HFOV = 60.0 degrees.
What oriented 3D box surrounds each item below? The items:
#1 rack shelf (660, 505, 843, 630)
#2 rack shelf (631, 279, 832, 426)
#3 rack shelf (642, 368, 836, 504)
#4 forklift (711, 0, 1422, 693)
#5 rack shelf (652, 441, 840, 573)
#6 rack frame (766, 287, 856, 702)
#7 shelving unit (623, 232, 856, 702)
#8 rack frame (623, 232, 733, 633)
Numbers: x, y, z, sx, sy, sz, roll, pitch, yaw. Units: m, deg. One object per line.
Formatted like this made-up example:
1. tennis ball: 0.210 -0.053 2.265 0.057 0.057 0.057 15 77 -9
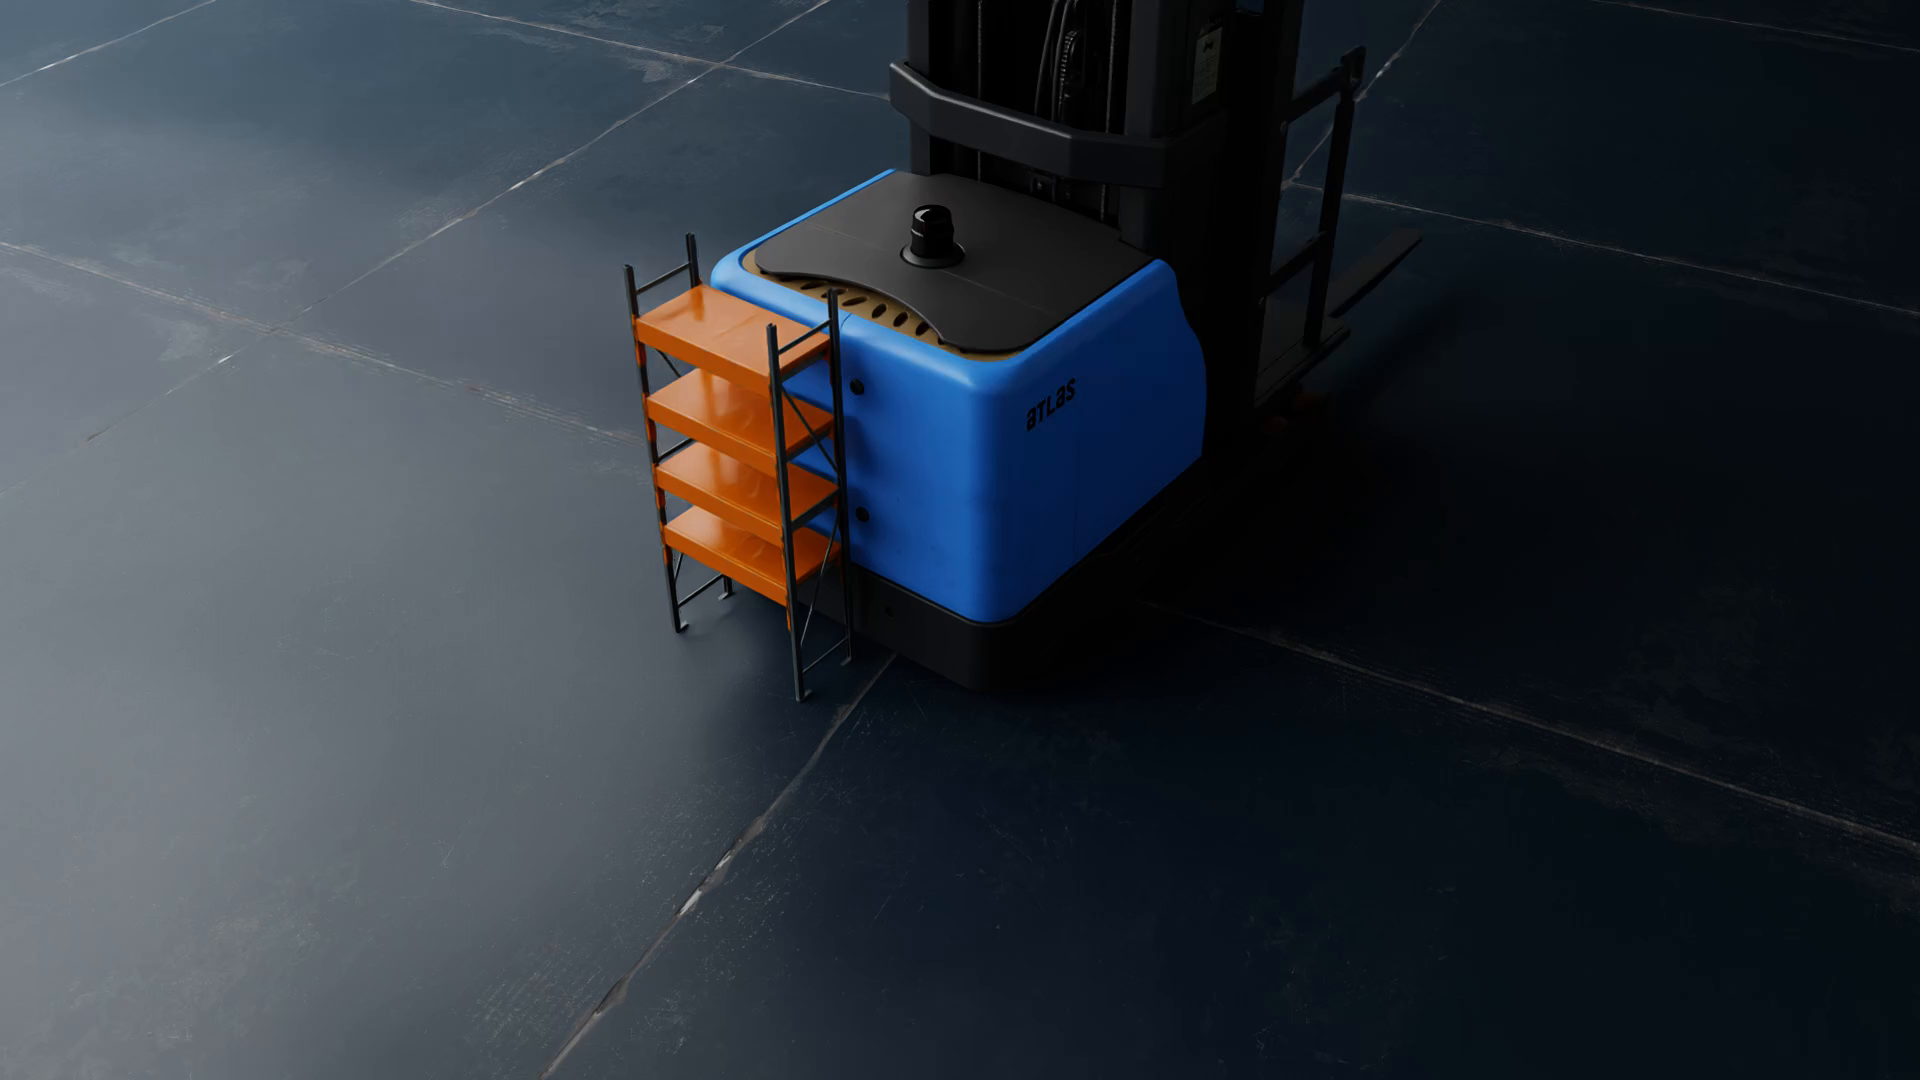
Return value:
1. rack shelf: -0.574 0.039 4.646 0.480 0.148 0.258 25 44 29
2. rack shelf: -0.574 -0.486 4.247 0.480 0.148 0.258 25 44 29
3. rack shelf: -0.574 -0.297 4.391 0.480 0.148 0.258 25 44 29
4. forklift: 0.608 -1.581 4.909 1.130 2.935 3.031 25 44 29
5. rack shelf: -0.574 -0.119 4.526 0.480 0.148 0.258 25 44 29
6. rack frame: -0.380 -0.083 4.367 0.015 1.200 0.240 25 44 29
7. shelving unit: -0.574 -0.173 4.485 0.503 1.200 0.258 25 44 29
8. rack frame: -0.767 -0.263 4.604 0.015 1.200 0.240 25 44 29
